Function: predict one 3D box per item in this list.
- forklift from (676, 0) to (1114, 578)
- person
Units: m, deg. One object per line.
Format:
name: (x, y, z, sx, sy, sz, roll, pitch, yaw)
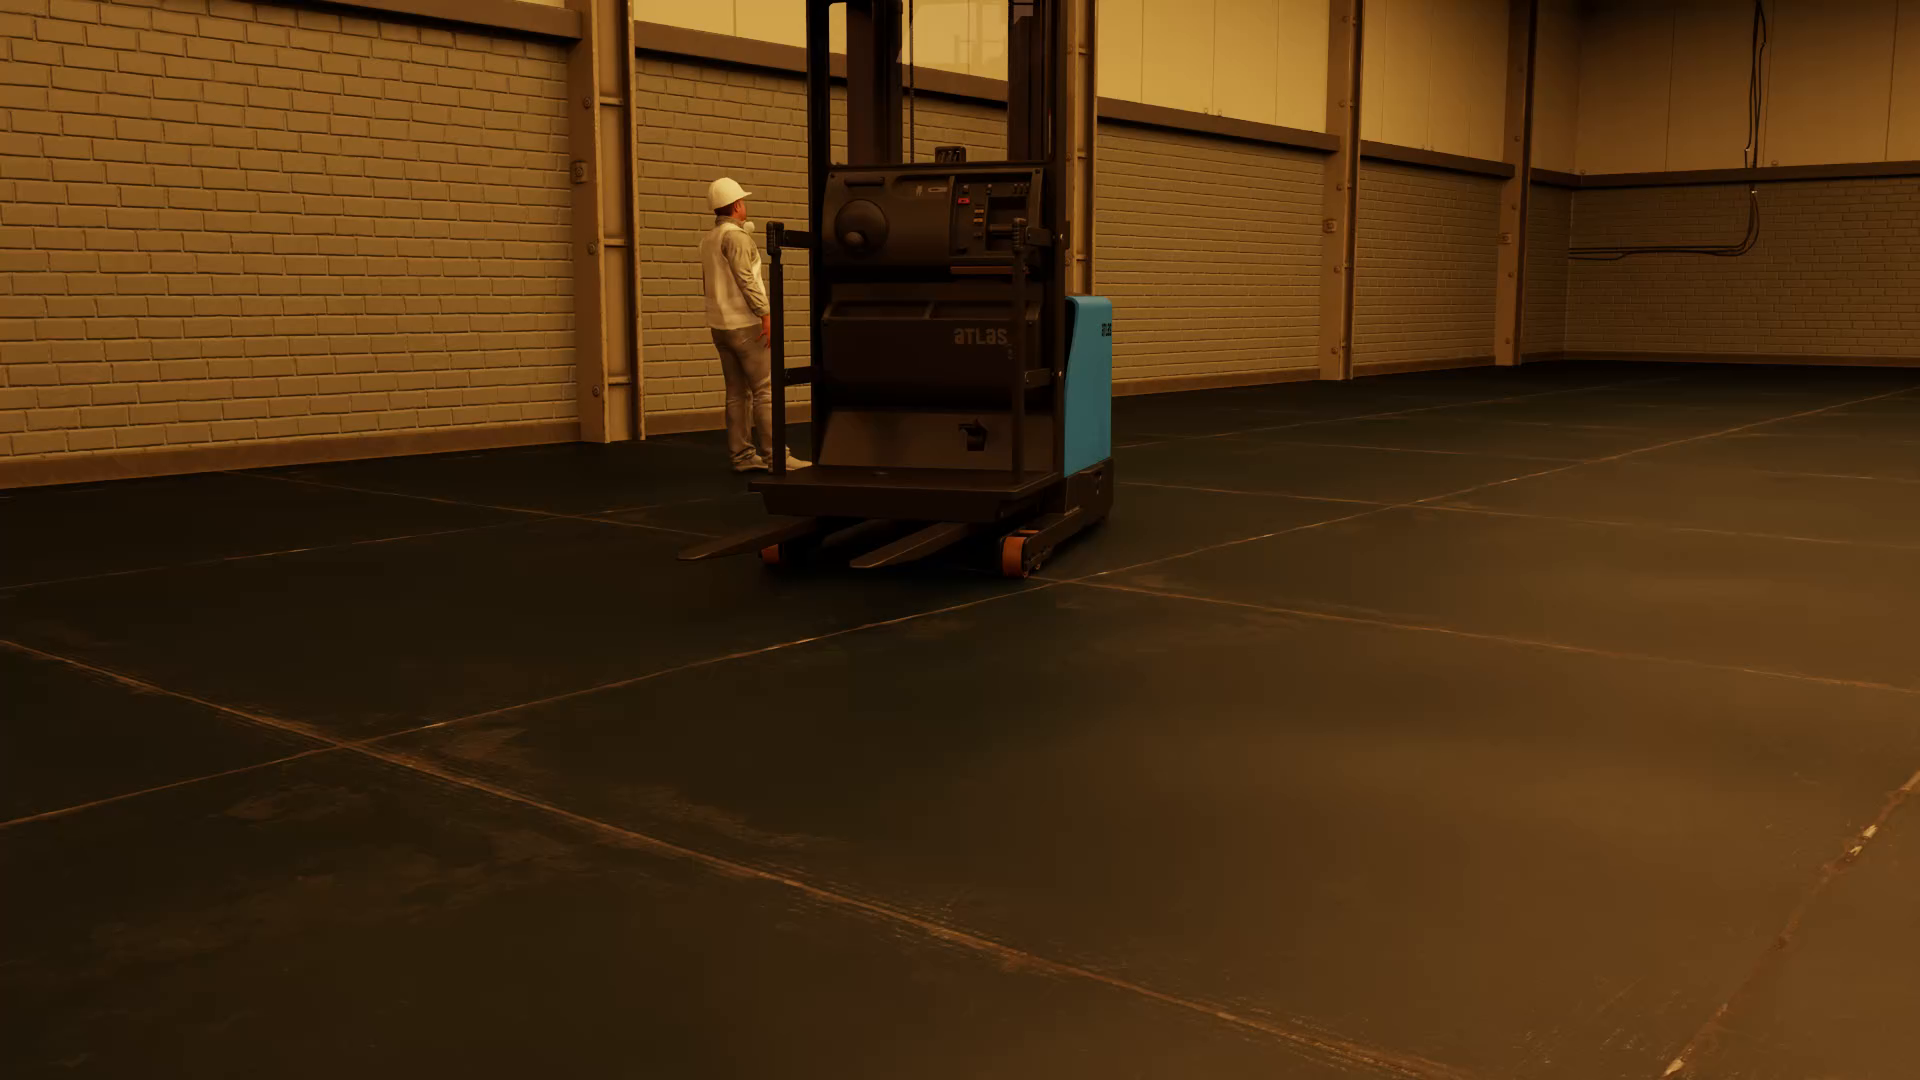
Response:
forklift: (-0.176, -1.366, 6.616, 1.130, 2.935, 3.031, 3, 9, 17)
person: (-1.278, -1.310, 10.181, 0.570, 1.773, 0.630, -6, 10, -34)
